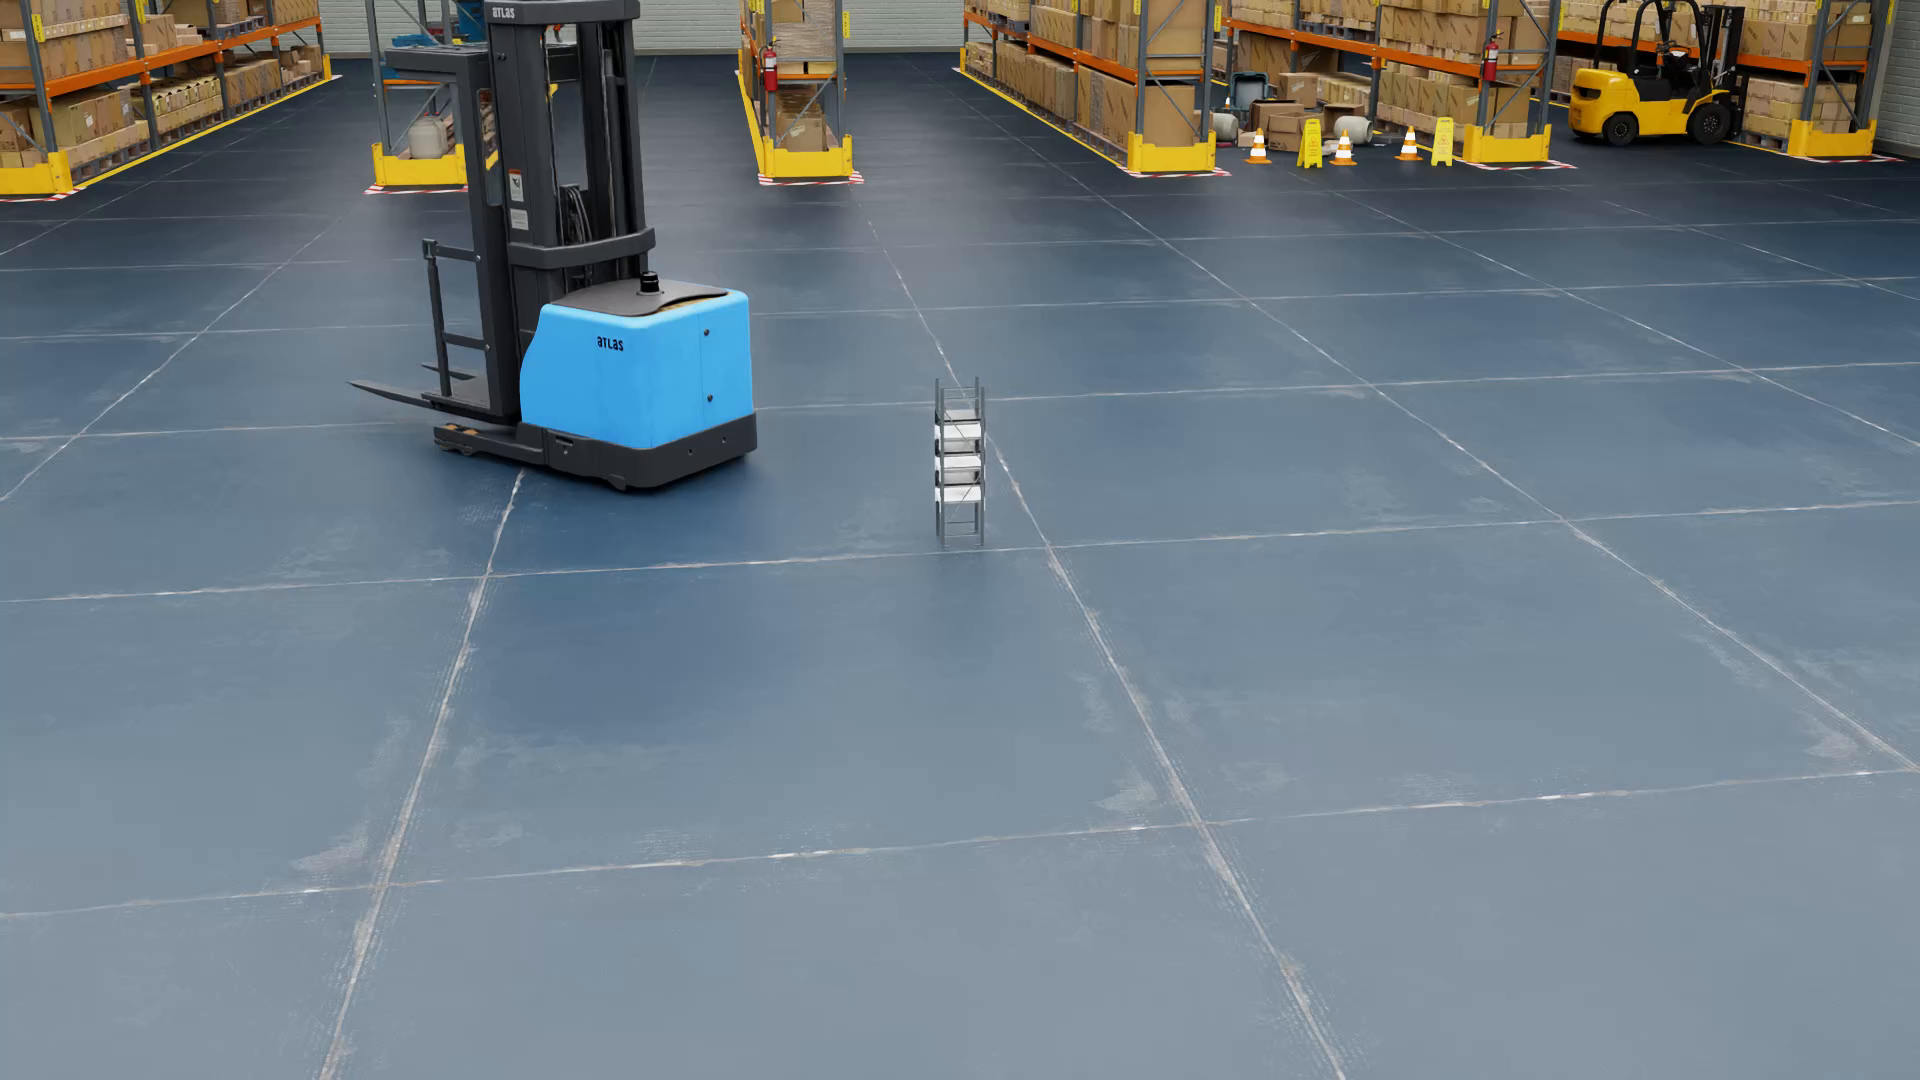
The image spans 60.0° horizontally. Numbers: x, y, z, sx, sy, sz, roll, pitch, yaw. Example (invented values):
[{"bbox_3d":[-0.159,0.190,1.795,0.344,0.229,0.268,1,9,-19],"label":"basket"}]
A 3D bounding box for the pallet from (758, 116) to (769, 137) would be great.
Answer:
[{"bbox_3d":[-2.719,-6.641,26.696,1.003,0.211,1.213,-3,21,-8],"label":"pallet"}]

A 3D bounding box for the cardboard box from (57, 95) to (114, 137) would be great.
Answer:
[{"bbox_3d":[-11.903,-5.771,22.639,0.500,0.500,0.500,-3,21,-8],"label":"cardboard box"}]

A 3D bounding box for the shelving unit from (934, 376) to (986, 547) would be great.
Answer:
[{"bbox_3d":[-0.001,-0.424,9.066,0.258,0.900,0.210,-3,21,-8],"label":"shelving unit"}]

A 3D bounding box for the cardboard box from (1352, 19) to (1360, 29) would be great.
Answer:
[{"bbox_3d":[6.760,-8.601,27.716,0.380,0.149,0.250,-3,21,-9],"label":"cardboard box"}]

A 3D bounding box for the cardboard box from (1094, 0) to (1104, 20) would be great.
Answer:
[{"bbox_3d":[2.473,-7.961,24.488,0.875,0.550,0.550,-3,21,-8],"label":"cardboard box"}]

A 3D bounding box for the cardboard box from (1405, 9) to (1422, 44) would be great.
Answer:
[{"bbox_3d":[7.144,-7.851,25.380,0.500,0.500,0.500,-3,21,-8],"label":"cardboard box"}]

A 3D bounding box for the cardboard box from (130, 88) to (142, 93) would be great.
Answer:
[{"bbox_3d":[-12.902,-6.830,25.743,0.500,0.311,0.500,-3,21,-8],"label":"cardboard box"}]

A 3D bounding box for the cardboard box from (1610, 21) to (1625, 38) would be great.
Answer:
[{"bbox_3d":[11.662,-8.868,28.886,0.500,0.250,0.500,-3,21,-7],"label":"cardboard box"}]

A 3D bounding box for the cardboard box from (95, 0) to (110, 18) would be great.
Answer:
[{"bbox_3d":[-12.265,-7.506,23.029,0.700,0.500,0.500,-3,21,-8],"label":"cardboard box"}]

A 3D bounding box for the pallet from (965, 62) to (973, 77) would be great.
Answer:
[{"bbox_3d":[0.680,-10.432,36.846,1.003,0.211,1.213,-3,21,-8],"label":"pallet"}]

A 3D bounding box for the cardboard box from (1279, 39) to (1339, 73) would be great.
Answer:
[{"bbox_3d":[6.607,-9.008,31.483,0.875,0.875,0.875,-3,21,-8],"label":"cardboard box"}]

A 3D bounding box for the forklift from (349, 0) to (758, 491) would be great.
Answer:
[{"bbox_3d":[-2.792,-2.050,10.516,3.031,2.935,1.130,14,24,32],"label":"forklift"}]

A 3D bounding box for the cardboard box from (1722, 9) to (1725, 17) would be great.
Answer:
[{"bbox_3d":[12.054,-8.212,25.846,0.380,0.149,0.250,-4,21,-9],"label":"cardboard box"}]

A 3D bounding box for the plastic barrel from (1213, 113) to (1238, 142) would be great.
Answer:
[{"bbox_3d":[3.999,-6.371,25.669,0.512,0.421,0.421,12,24,30],"label":"plastic barrel"}]

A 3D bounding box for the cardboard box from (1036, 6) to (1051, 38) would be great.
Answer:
[{"bbox_3d":[1.614,-8.980,28.830,0.500,0.500,0.500,-3,21,-8],"label":"cardboard box"}]

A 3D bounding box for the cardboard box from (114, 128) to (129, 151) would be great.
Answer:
[{"bbox_3d":[-11.977,-5.593,23.233,0.500,0.250,0.500,-3,21,-8],"label":"cardboard box"}]

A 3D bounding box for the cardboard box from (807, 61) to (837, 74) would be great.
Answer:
[{"bbox_3d":[-1.834,-6.286,22.119,0.380,0.149,0.250,-3,21,-8],"label":"cardboard box"}]

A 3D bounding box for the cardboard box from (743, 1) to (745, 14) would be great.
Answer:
[{"bbox_3d":[-4.082,-10.657,33.251,0.500,0.250,0.500,-3,21,-9],"label":"cardboard box"}]

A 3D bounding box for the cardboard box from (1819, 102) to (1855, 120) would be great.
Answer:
[{"bbox_3d":[12.827,-6.361,24.575,0.500,0.250,0.500,-3,21,-7],"label":"cardboard box"}]

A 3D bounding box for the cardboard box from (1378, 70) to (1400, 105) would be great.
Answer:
[{"bbox_3d":[7.019,-7.220,26.518,0.500,0.500,0.500,-2,21,-5],"label":"cardboard box"}]

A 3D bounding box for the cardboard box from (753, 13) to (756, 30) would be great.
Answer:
[{"bbox_3d":[-3.168,-8.598,27.563,0.500,0.250,0.500,-4,21,-9],"label":"cardboard box"}]

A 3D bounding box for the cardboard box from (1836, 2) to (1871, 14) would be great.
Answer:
[{"bbox_3d":[12.852,-7.662,23.948,0.380,0.149,0.250,-3,21,-9],"label":"cardboard box"}]

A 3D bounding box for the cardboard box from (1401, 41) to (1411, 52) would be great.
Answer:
[{"bbox_3d":[7.086,-7.672,25.830,0.380,0.149,0.250,-2,21,-6],"label":"cardboard box"}]

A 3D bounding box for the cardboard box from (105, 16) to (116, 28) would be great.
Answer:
[{"bbox_3d":[-12.084,-7.271,23.326,0.380,0.149,0.250,-4,21,-9],"label":"cardboard box"}]

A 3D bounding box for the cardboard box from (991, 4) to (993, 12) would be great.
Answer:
[{"bbox_3d":[0.811,-10.487,32.766,0.380,0.149,0.250,-3,21,-7],"label":"cardboard box"}]

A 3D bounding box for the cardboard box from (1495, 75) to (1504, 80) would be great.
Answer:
[{"bbox_3d":[11.029,-9.510,33.363,0.500,0.500,0.500,-4,21,-10],"label":"cardboard box"}]

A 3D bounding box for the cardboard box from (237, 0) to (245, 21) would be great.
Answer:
[{"bbox_3d":[-13.246,-9.585,29.848,0.700,0.500,0.500,-8,22,-21],"label":"cardboard box"}]

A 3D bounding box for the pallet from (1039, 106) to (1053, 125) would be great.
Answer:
[{"bbox_3d":[1.952,-7.274,28.389,1.003,0.211,1.213,-3,21,-8],"label":"pallet"}]

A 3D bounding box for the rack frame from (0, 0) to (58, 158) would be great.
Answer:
[{"bbox_3d":[-11.832,-5.795,20.444,1.000,3.000,0.127,-3,21,-8],"label":"rack frame"}]

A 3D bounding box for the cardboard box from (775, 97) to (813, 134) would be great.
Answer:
[{"bbox_3d":[-2.497,-6.365,24.944,0.500,0.500,0.500,4,21,9],"label":"cardboard box"}]

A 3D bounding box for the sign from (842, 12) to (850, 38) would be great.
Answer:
[{"bbox_3d":[-1.492,-6.726,21.701,0.100,0.325,0.005,-3,21,-8],"label":"sign"}]

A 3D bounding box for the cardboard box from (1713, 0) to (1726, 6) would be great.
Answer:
[{"bbox_3d":[12.037,-8.438,26.025,0.380,0.149,0.250,-3,21,-9],"label":"cardboard box"}]

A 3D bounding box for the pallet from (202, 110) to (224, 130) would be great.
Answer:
[{"bbox_3d":[-12.905,-6.971,27.580,1.003,0.211,1.213,-3,21,-8],"label":"pallet"}]

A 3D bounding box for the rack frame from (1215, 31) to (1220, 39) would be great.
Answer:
[{"bbox_3d":[5.471,-12.333,37.949,1.000,3.000,0.127,-3,21,-8],"label":"rack frame"}]

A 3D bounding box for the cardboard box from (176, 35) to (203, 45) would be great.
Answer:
[{"bbox_3d":[-12.582,-8.150,27.108,0.380,0.149,0.250,-3,21,-8],"label":"cardboard box"}]

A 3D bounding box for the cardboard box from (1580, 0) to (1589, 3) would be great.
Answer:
[{"bbox_3d":[11.443,-9.770,30.018,0.380,0.149,0.250,-3,21,-7],"label":"cardboard box"}]

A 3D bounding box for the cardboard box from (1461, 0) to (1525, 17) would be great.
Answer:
[{"bbox_3d":[7.488,-7.613,23.316,0.700,0.500,0.500,-3,21,-9],"label":"cardboard box"}]

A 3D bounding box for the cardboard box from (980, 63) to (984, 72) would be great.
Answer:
[{"bbox_3d":[0.621,-10.001,35.181,0.380,0.149,0.250,-3,21,-8],"label":"cardboard box"}]

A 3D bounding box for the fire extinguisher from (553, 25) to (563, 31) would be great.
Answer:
[{"bbox_3d":[-8.809,-11.447,36.222,0.296,0.674,0.183,-3,21,-8],"label":"fire extinguisher"}]

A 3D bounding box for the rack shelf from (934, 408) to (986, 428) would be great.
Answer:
[{"bbox_3d":[-0.001,-0.646,8.983,0.258,0.077,0.200,-3,21,-8],"label":"rack shelf"}]

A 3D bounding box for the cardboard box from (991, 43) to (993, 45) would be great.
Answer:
[{"bbox_3d":[0.894,-10.928,36.811,0.380,0.149,0.250,-3,21,-7],"label":"cardboard box"}]

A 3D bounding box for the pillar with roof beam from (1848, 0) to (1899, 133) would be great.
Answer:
[{"bbox_3d":[9.220,-9.924,22.927,9.100,9.000,0.400,-3,21,-8],"label":"pillar with roof beam"}]

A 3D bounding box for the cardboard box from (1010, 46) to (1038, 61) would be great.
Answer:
[{"bbox_3d":[1.241,-9.230,31.542,0.500,0.250,0.500,-2,21,-6],"label":"cardboard box"}]

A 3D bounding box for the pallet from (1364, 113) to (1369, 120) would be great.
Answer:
[{"bbox_3d":[7.087,-7.141,28.034,1.003,0.211,1.213,-3,21,-8],"label":"pallet"}]

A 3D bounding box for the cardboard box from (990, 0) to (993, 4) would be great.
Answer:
[{"bbox_3d":[0.805,-10.632,32.730,0.380,0.149,0.250,-3,21,-9],"label":"cardboard box"}]

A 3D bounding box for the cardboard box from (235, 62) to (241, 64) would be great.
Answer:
[{"bbox_3d":[-13.646,-8.621,30.955,0.500,0.500,0.500,-3,21,-7],"label":"cardboard box"}]

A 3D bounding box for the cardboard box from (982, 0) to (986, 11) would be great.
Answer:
[{"bbox_3d":[0.741,-11.182,34.301,0.500,0.500,0.500,-3,21,-9],"label":"cardboard box"}]

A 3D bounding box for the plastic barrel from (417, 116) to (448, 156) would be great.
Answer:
[{"bbox_3d":[-7.173,-5.472,22.536,0.421,0.512,0.421,0,20,0],"label":"plastic barrel"}]

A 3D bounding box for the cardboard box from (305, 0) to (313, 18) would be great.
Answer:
[{"bbox_3d":[-13.727,-11.061,34.400,0.500,0.500,0.500,-3,21,-7],"label":"cardboard box"}]

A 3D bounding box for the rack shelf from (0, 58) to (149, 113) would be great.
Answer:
[{"bbox_3d":[-12.121,-6.150,22.424,1.077,0.370,4.000,-3,21,-8],"label":"rack shelf"}]

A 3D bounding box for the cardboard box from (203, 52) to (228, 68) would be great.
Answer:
[{"bbox_3d":[-13.516,-8.636,29.924,0.500,0.250,0.500,-3,21,-9],"label":"cardboard box"}]

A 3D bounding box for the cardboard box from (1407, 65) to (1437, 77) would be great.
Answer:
[{"bbox_3d":[7.095,-7.207,25.555,0.380,0.149,0.250,-2,21,-5],"label":"cardboard box"}]

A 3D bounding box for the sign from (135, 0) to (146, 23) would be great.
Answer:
[{"bbox_3d":[-11.860,-7.651,24.063,0.100,0.325,0.005,-3,21,-8],"label":"sign"}]

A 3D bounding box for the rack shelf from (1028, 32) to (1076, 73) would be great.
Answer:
[{"bbox_3d":[2.029,-8.249,28.043,1.077,0.370,4.000,-3,21,-8],"label":"rack shelf"}]

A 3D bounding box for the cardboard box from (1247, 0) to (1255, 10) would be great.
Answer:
[{"bbox_3d":[5.982,-10.590,32.783,0.500,0.250,0.500,-3,21,-7],"label":"cardboard box"}]
